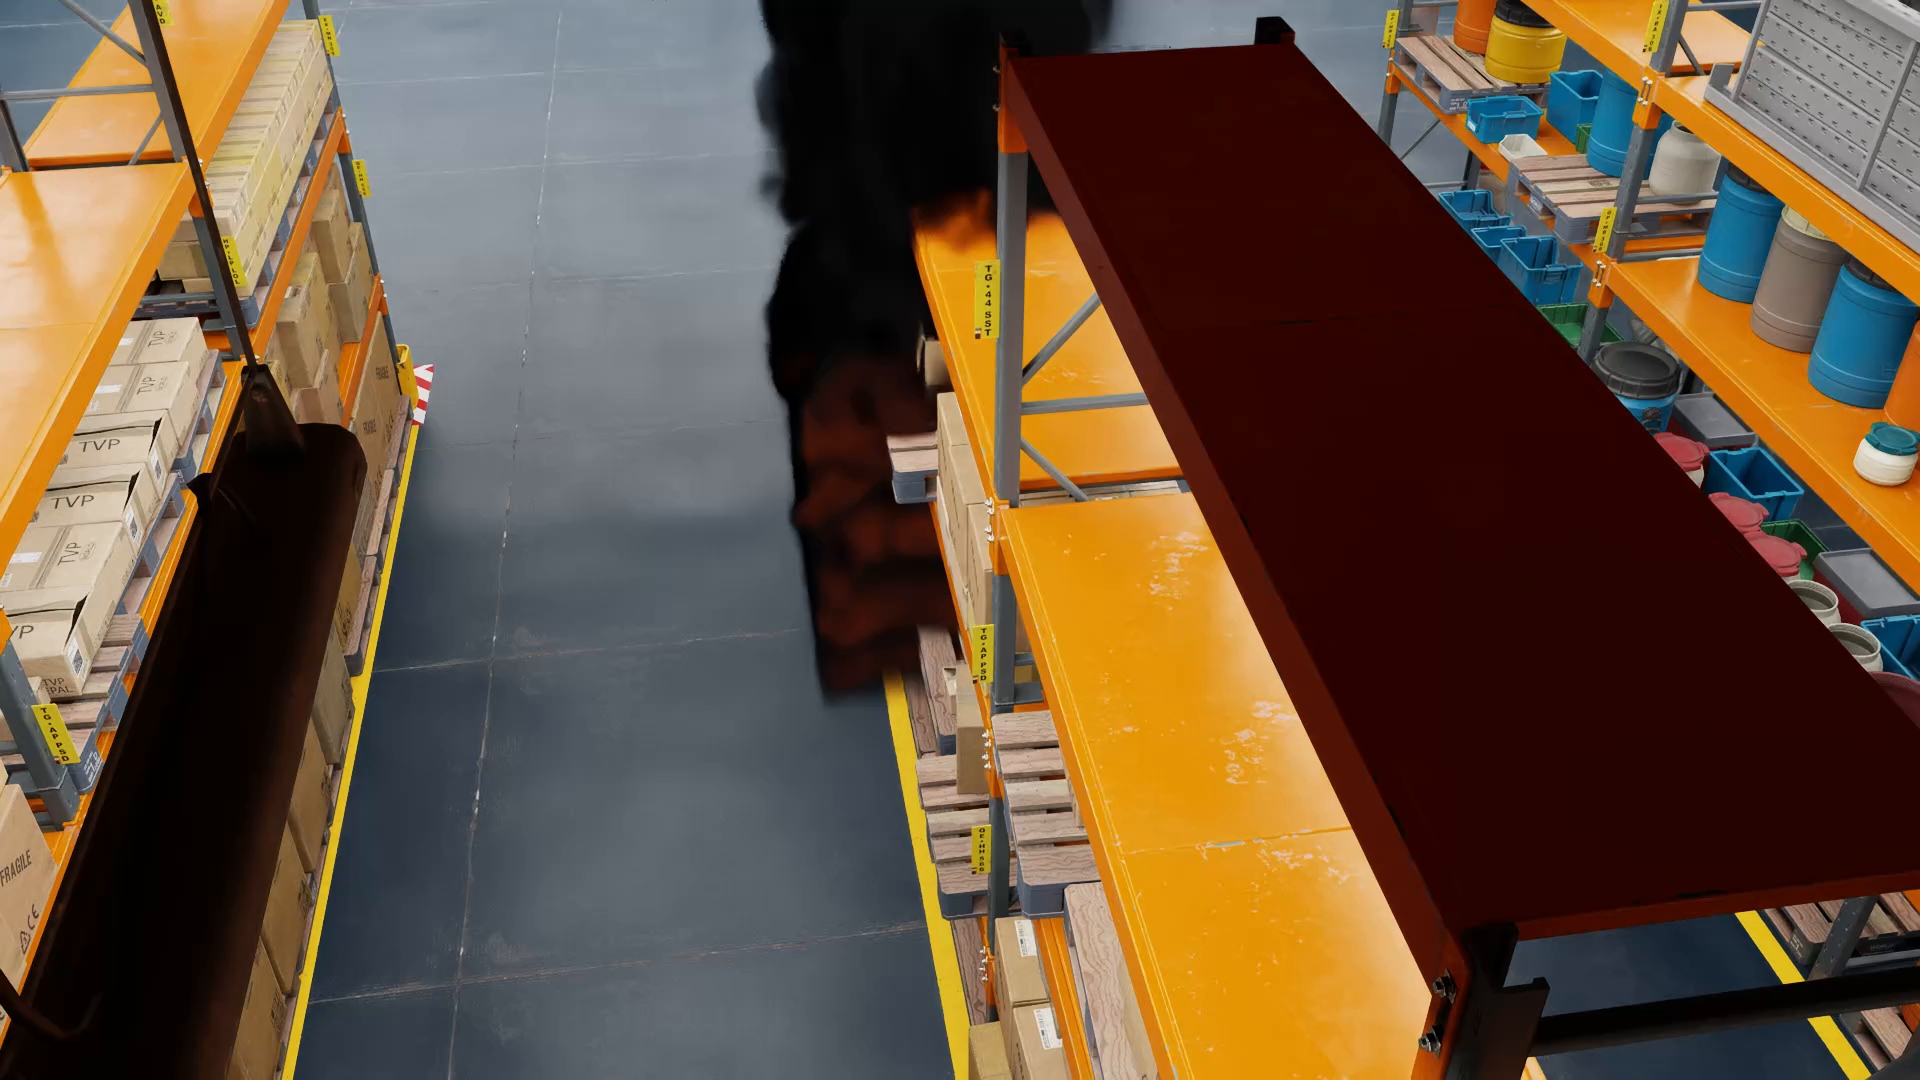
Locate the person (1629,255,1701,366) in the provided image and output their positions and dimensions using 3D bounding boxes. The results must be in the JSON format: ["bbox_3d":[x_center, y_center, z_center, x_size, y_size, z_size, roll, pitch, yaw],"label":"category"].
[{"bbox_3d":[6.148,-2.133,14.504,0.628,1.644,0.697,-2,36,-3],"label":"person"}]

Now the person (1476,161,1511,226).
[{"bbox_3d":[5.244,-3.476,16.327,0.684,1.796,0.670,-30,45,-34],"label":"person"}]
